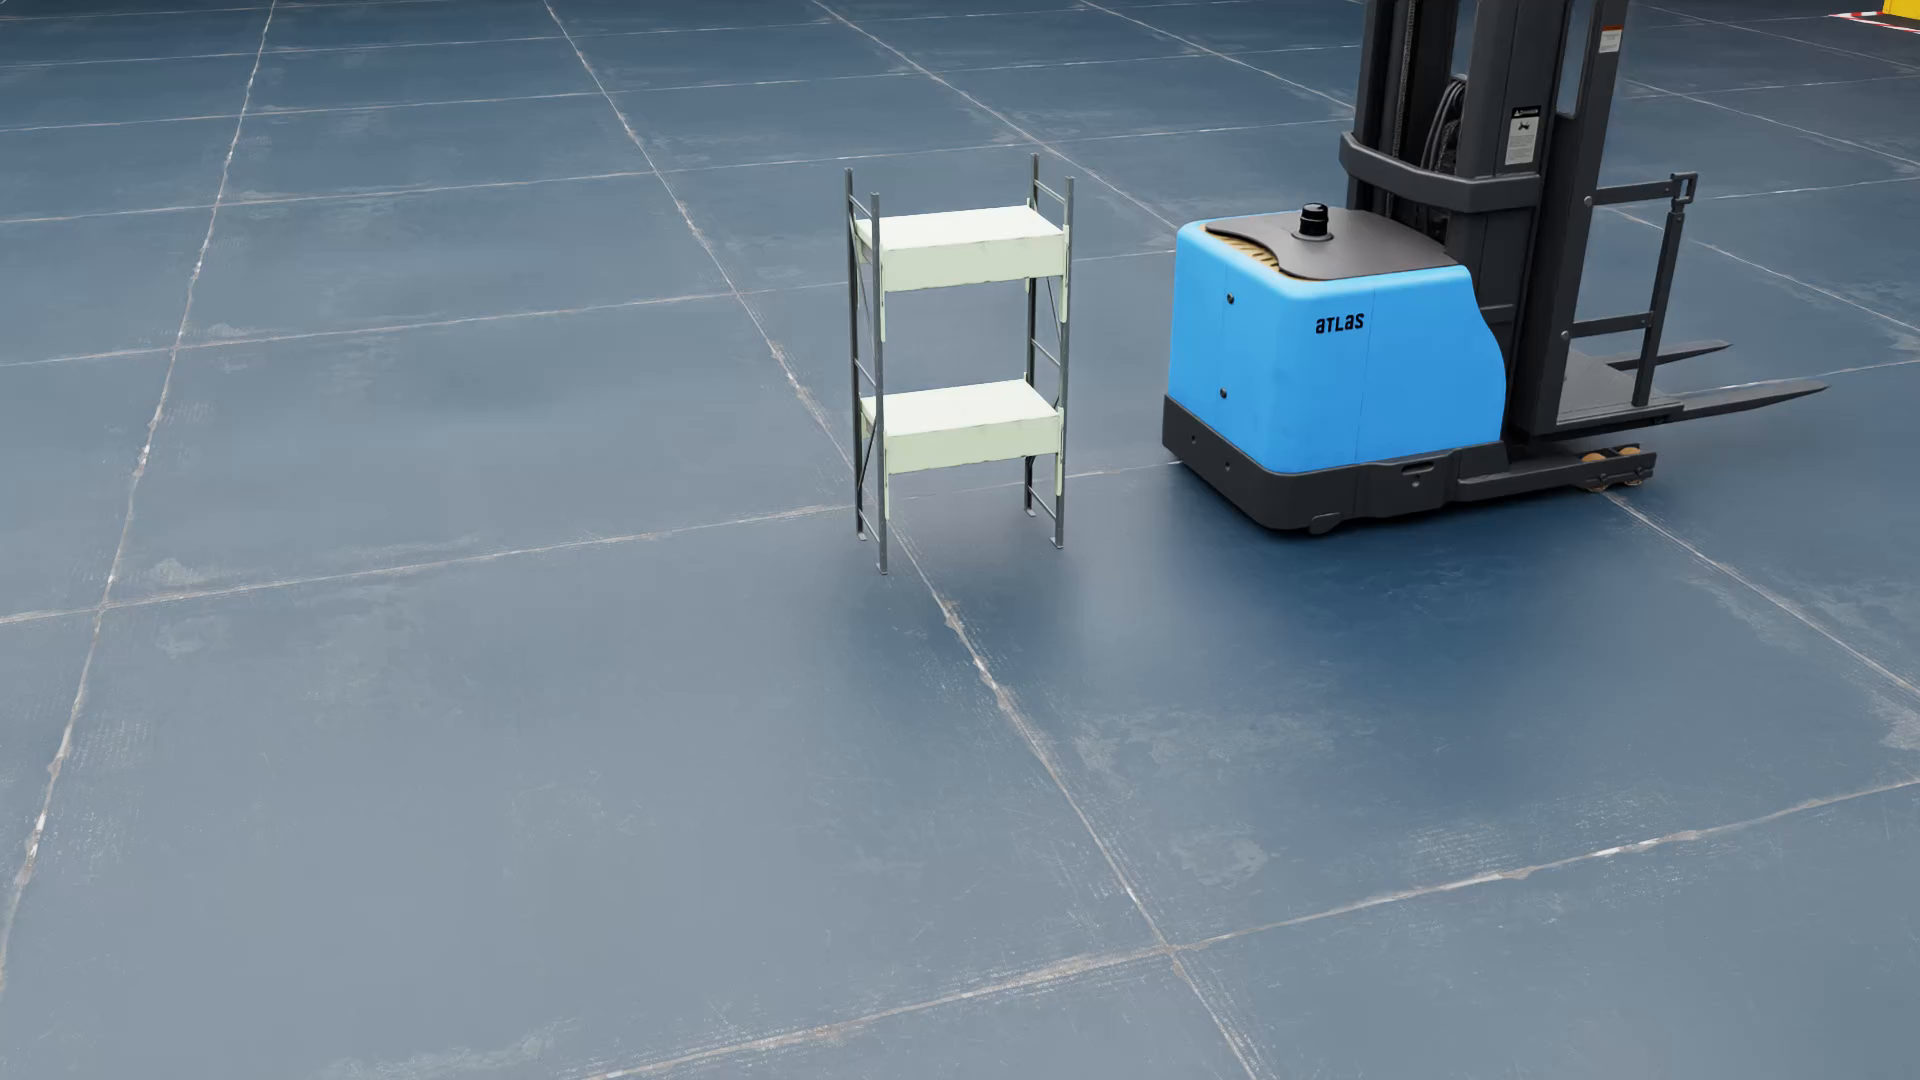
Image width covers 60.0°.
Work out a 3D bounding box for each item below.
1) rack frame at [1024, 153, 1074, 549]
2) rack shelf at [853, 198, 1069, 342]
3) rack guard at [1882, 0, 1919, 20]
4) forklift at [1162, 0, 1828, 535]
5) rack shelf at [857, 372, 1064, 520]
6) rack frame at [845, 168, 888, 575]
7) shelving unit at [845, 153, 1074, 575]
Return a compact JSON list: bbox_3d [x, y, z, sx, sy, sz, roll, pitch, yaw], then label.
[{"bbox_3d":[0.342,-0.721,6.516,0.023,1.500,0.400,-8,28,-16],"label":"rack frame"},{"bbox_3d":[-0.006,-1.020,6.241,0.720,0.370,0.431,-8,28,-16],"label":"rack shelf"},{"bbox_3d":[10.687,-5.937,18.147,0.348,0.500,1.175,-8,28,-16],"label":"rack guard"},{"bbox_3d":[2.478,-1.727,6.933,3.031,2.935,1.130,-9,28,-18],"label":"forklift"},{"bbox_3d":[-0.006,-0.379,6.560,0.720,0.370,0.431,-8,28,-16],"label":"rack shelf"},{"bbox_3d":[-0.354,-0.620,6.313,0.023,1.500,0.400,-8,28,-16],"label":"rack frame"},{"bbox_3d":[-0.006,-0.671,6.415,0.755,1.500,0.431,-8,28,-16],"label":"shelving unit"}]
